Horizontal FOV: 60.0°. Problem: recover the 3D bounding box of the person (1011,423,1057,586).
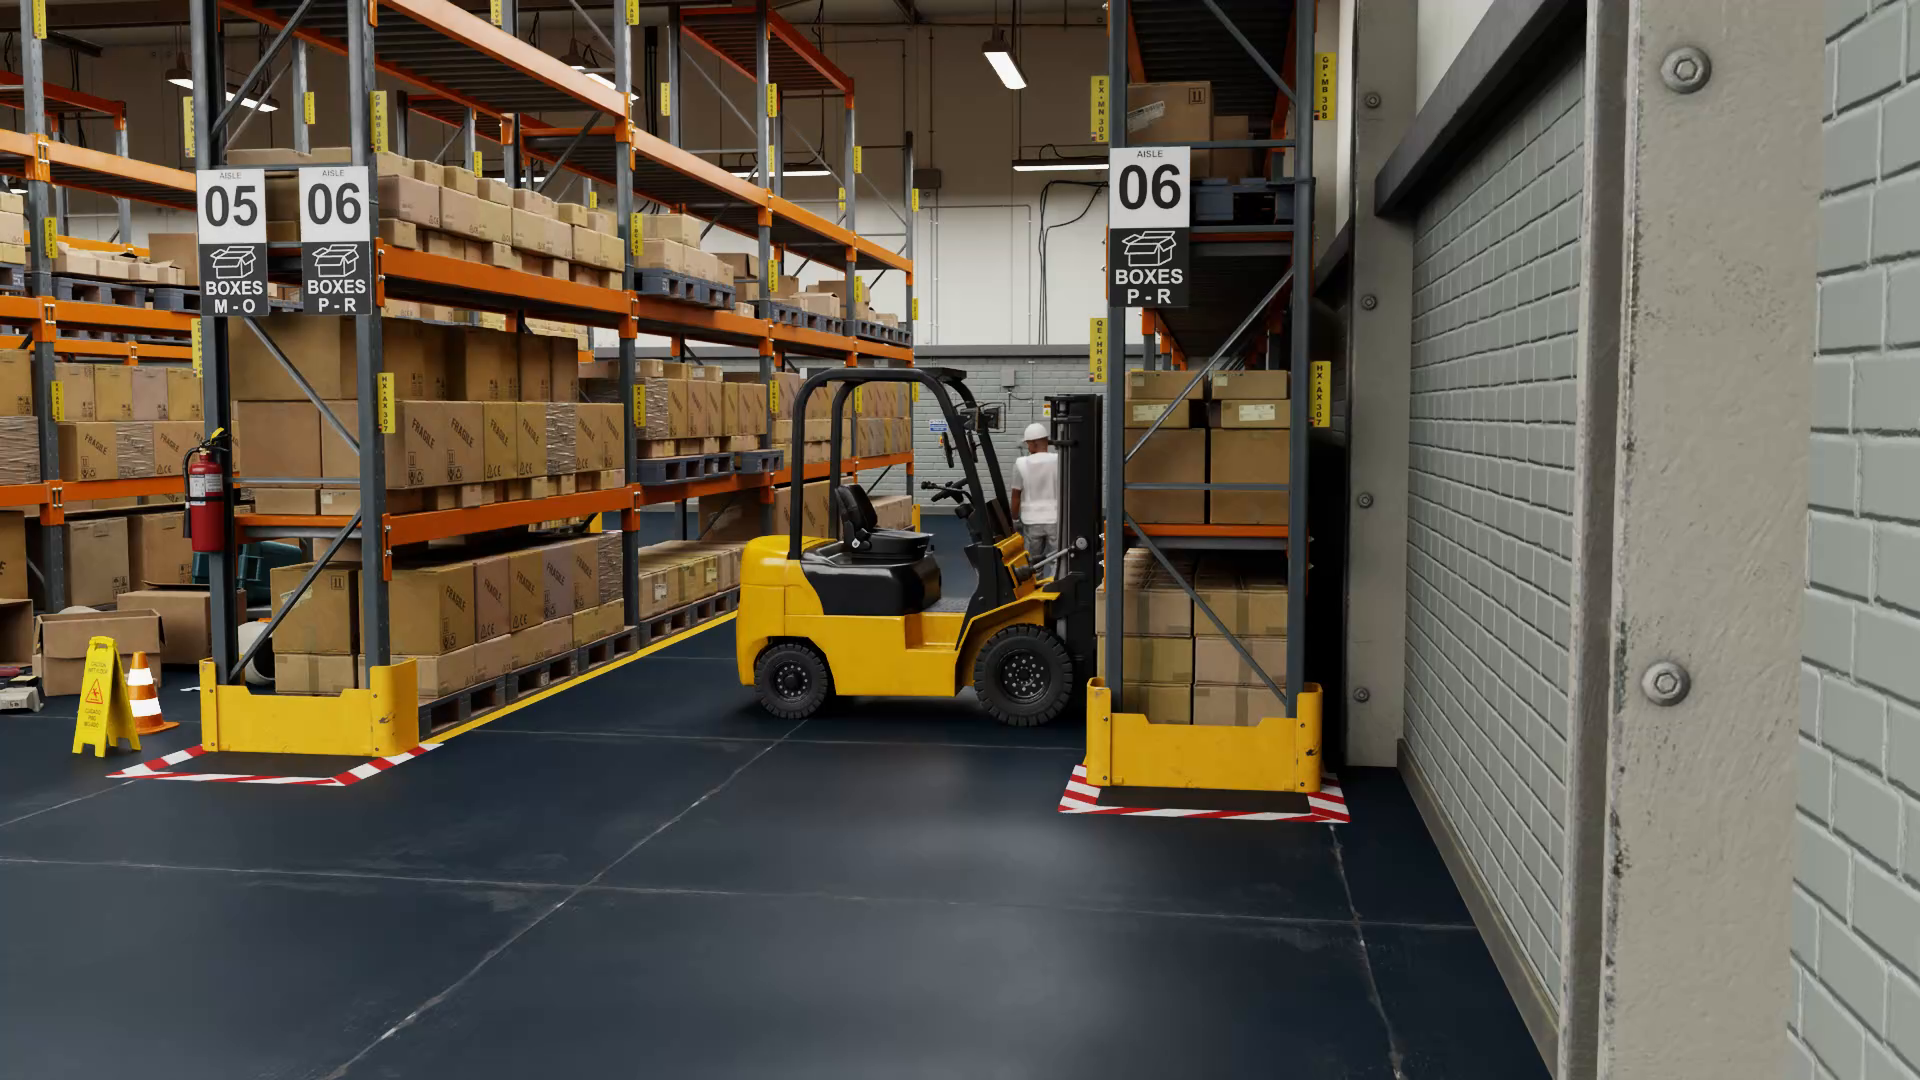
[{"bbox_3d":[0.748,-0.148,14.769,0.573,1.779,0.721,1,4,9],"label":"person"}]
